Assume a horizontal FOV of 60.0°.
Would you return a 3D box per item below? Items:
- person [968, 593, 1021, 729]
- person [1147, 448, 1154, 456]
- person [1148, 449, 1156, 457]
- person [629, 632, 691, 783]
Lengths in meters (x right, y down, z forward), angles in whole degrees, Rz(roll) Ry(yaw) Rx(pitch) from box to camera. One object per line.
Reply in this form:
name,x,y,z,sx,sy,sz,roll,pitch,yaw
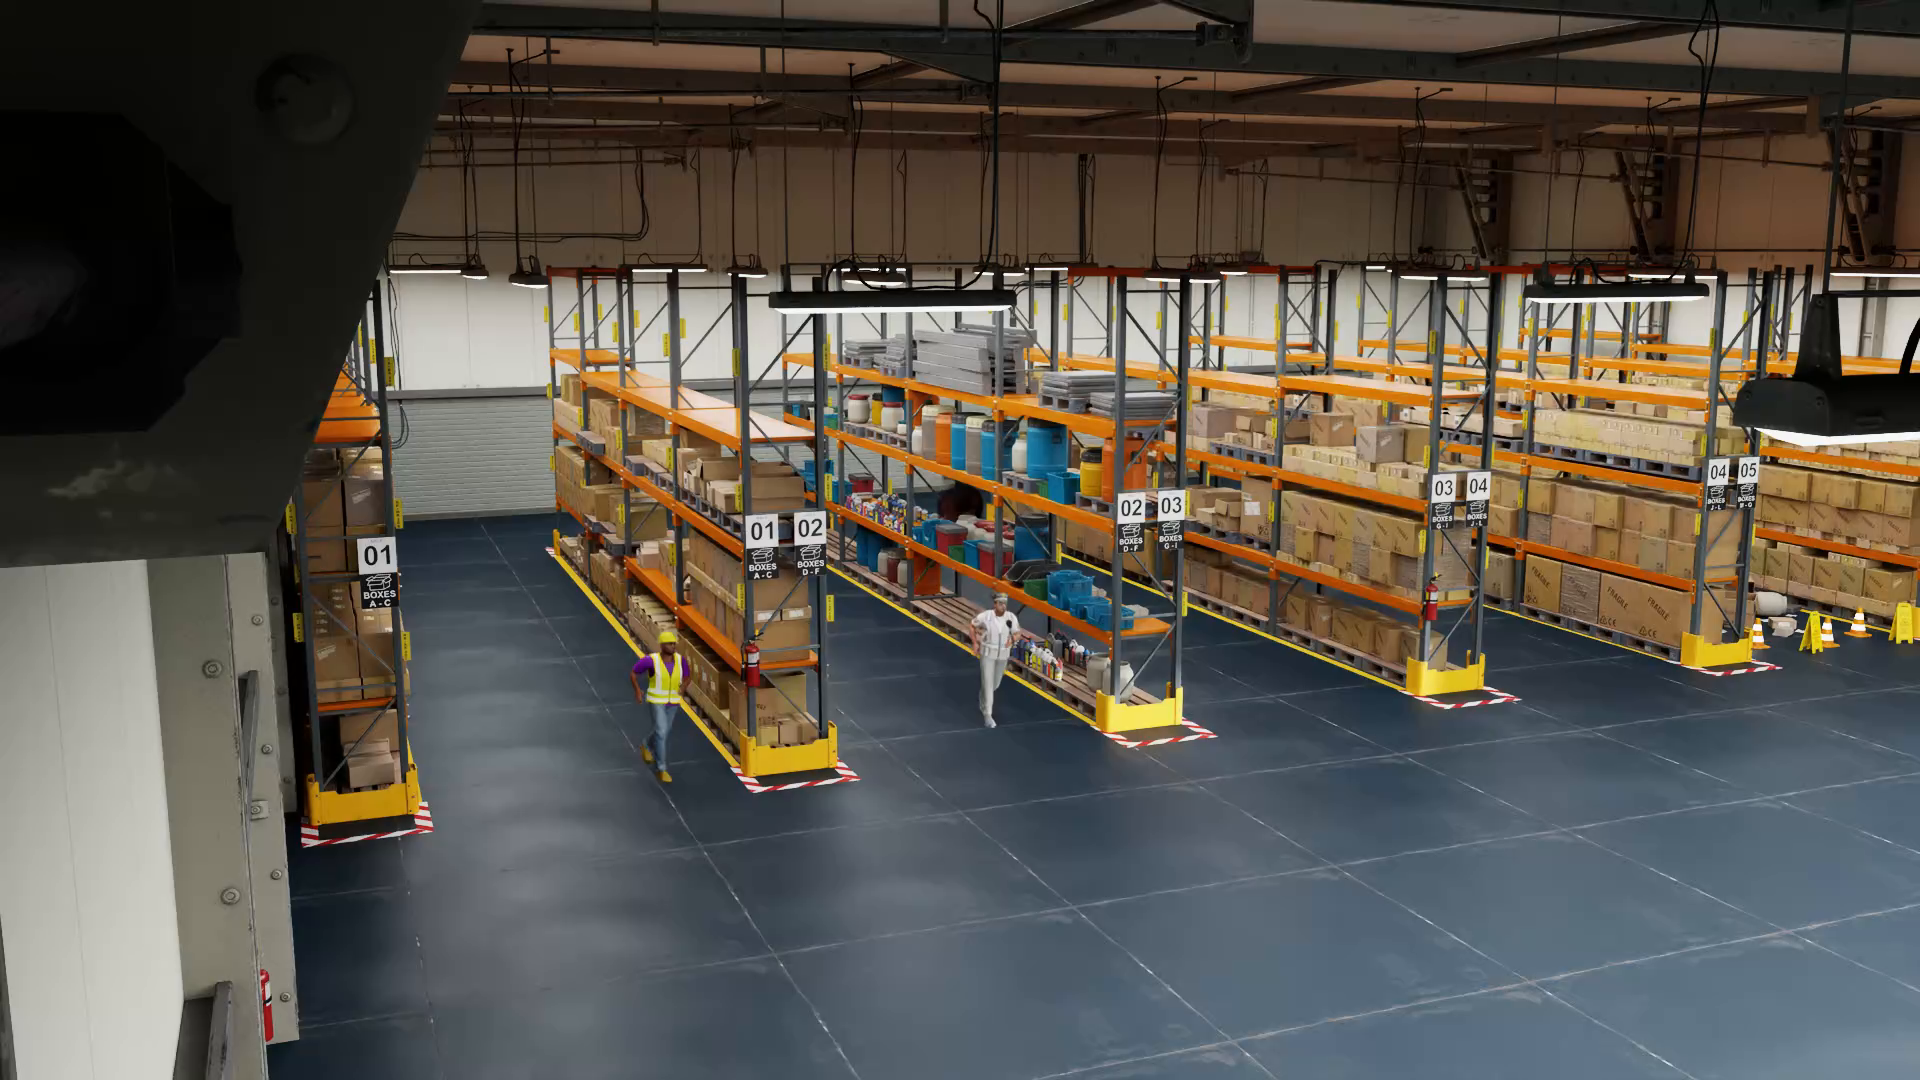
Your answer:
person,0.489,1.569,22.605,0.689,1.778,0.960,-3,10,-15
person,4.358,-1.583,40.742,0.547,1.713,0.763,-9,13,-41
person,4.731,-1.615,41.123,0.930,1.678,0.612,-9,13,-41
person,-3.617,1.990,20.280,0.733,1.783,0.905,-7,12,-37
